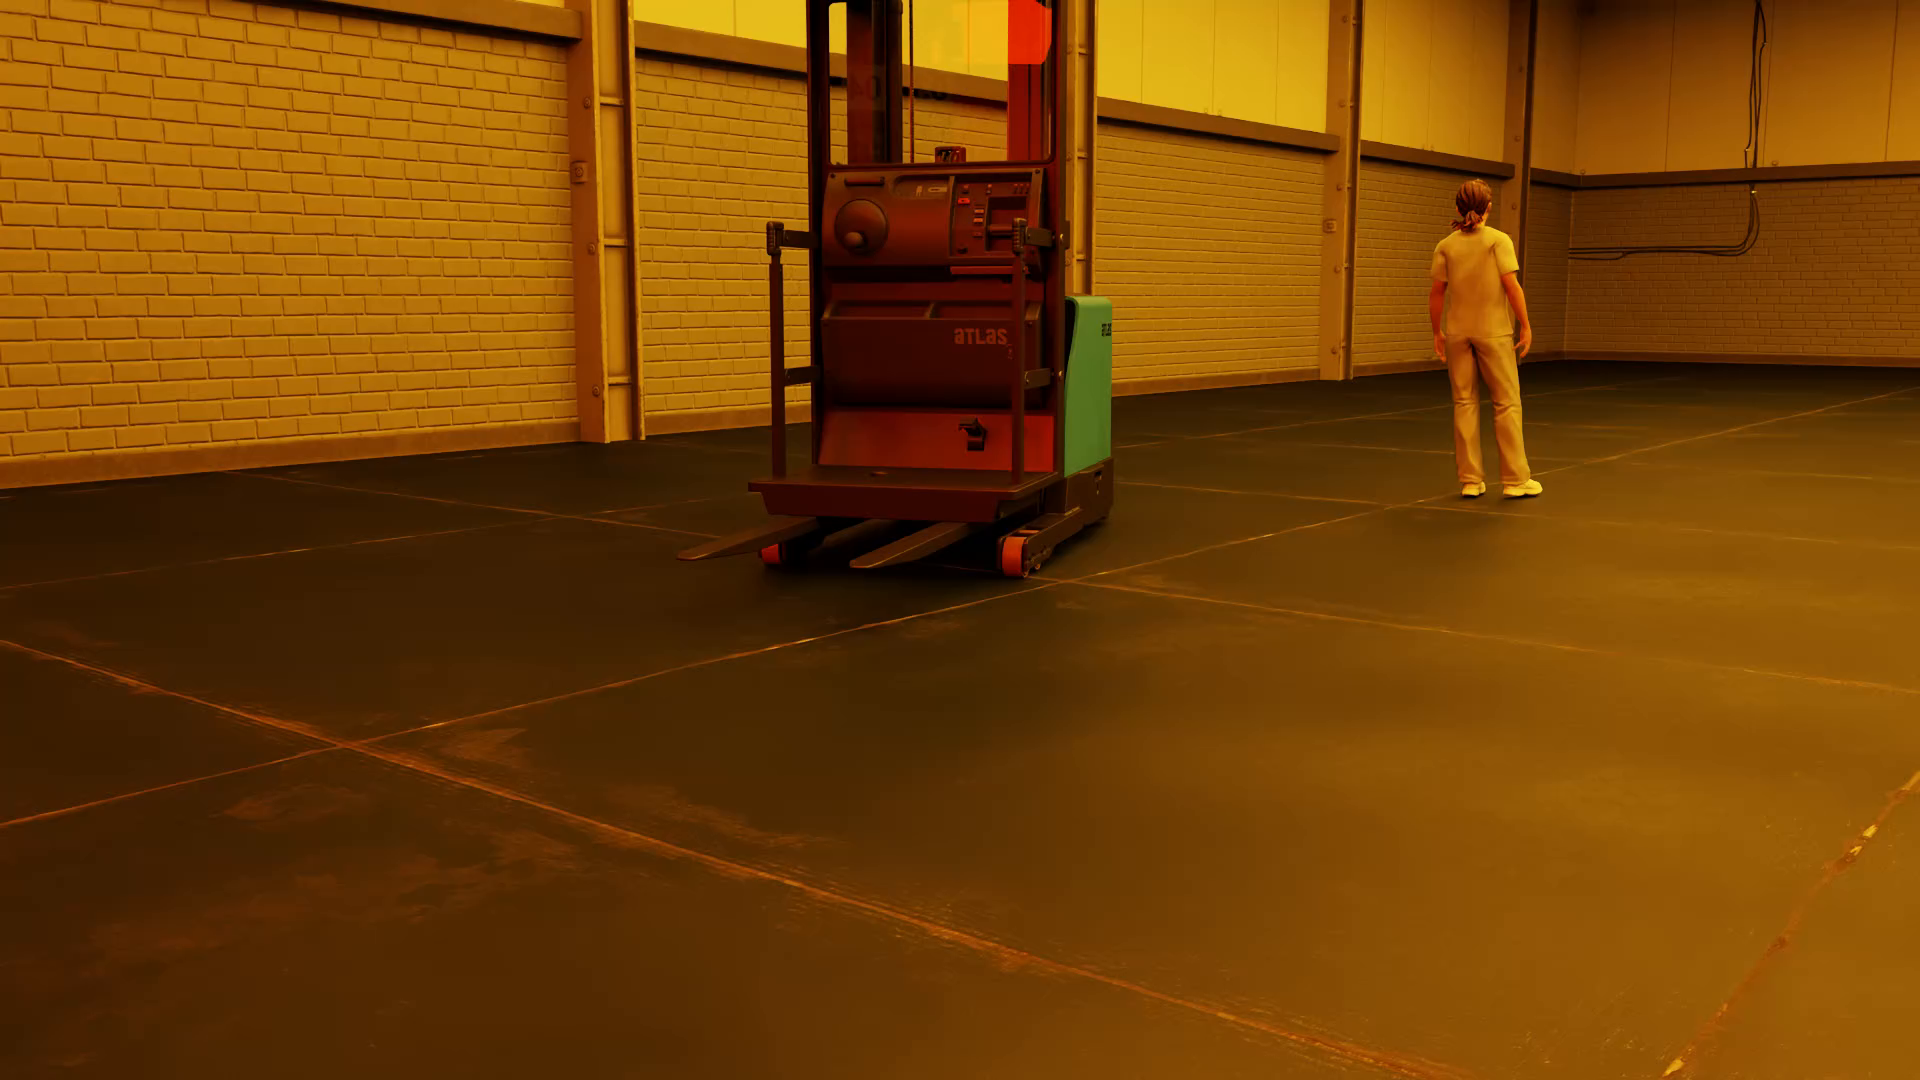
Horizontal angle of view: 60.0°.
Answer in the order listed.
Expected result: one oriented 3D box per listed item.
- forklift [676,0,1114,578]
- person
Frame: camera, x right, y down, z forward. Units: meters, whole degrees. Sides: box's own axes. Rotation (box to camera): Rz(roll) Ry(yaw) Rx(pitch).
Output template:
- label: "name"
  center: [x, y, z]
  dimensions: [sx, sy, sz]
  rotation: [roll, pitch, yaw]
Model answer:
- label: "forklift"
  center: [-0.176, -1.366, 6.616]
  dimensions: [1.130, 2.935, 3.031]
  rotation: [3, 9, 17]
- label: "person"
  center: [2.812, -1.076, 8.919]
  dimensions: [0.549, 1.674, 0.549]
  rotation: [6, 11, 37]
